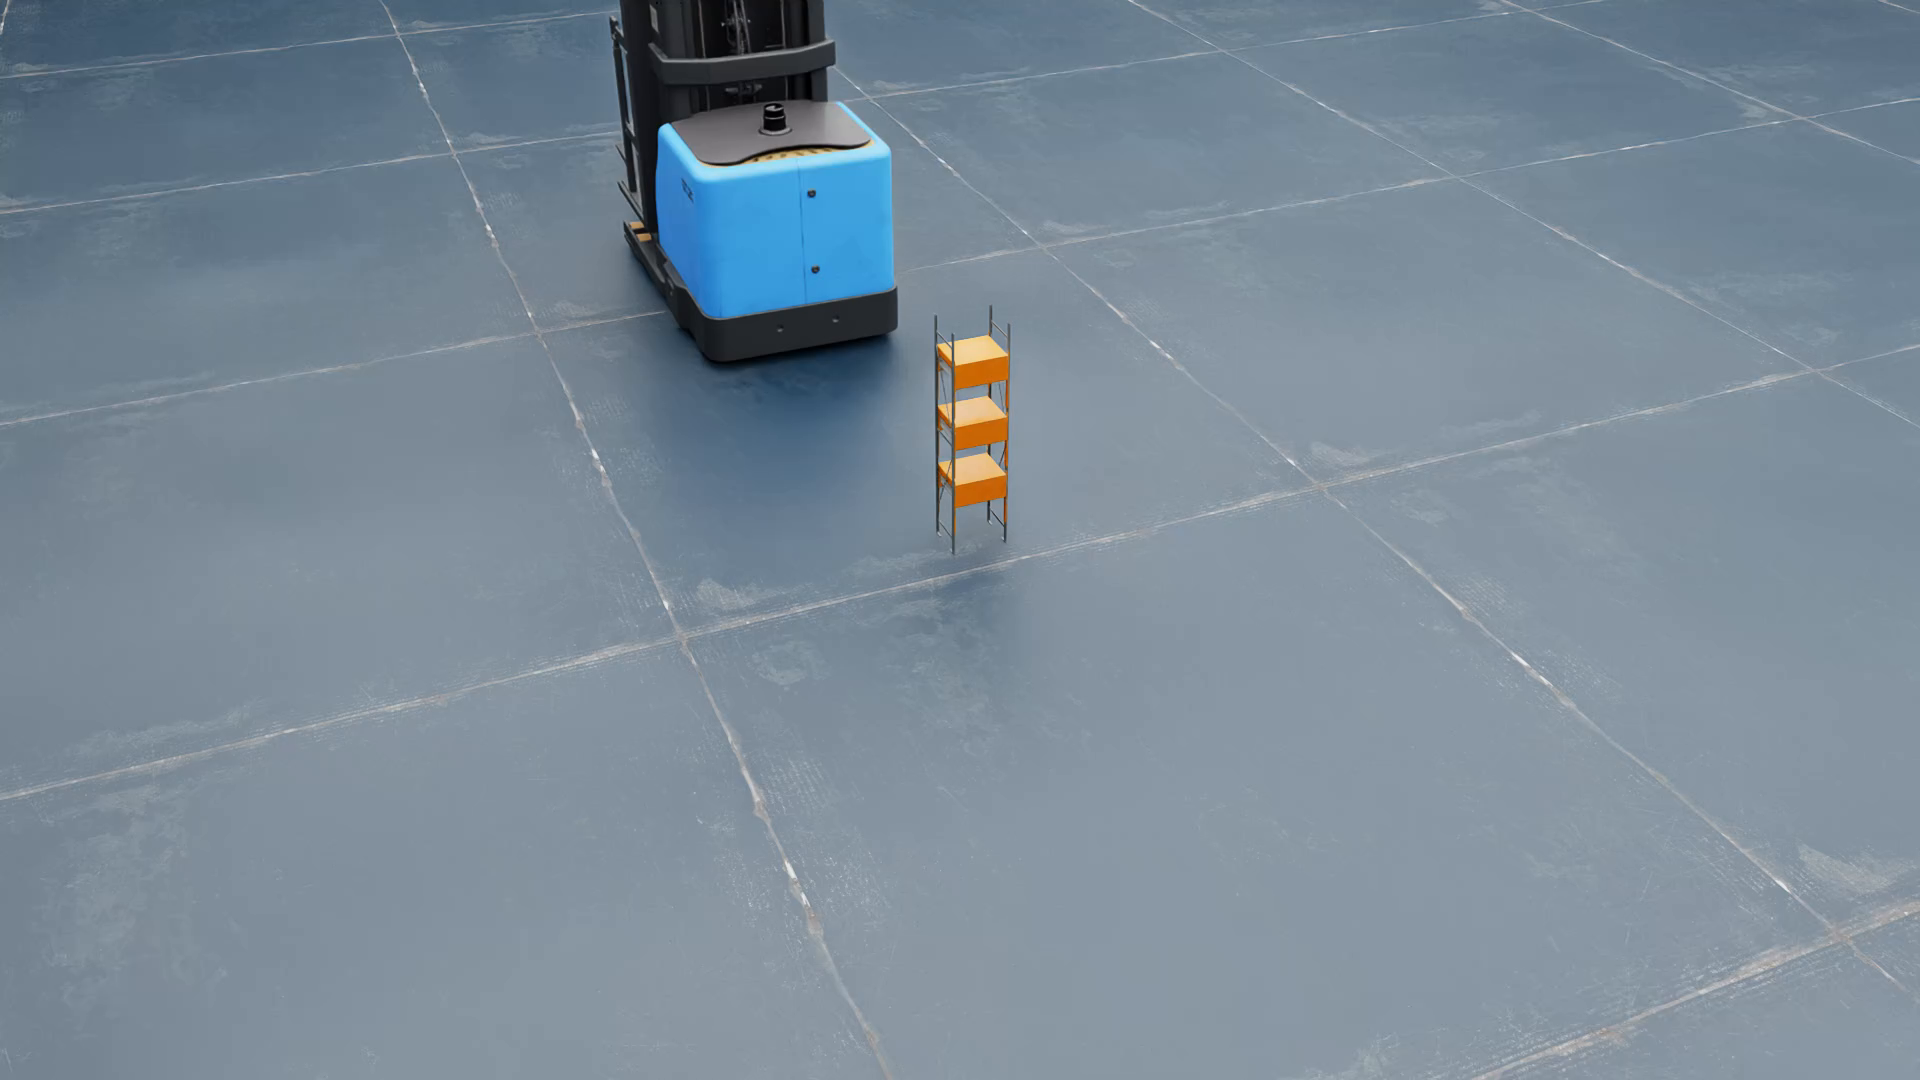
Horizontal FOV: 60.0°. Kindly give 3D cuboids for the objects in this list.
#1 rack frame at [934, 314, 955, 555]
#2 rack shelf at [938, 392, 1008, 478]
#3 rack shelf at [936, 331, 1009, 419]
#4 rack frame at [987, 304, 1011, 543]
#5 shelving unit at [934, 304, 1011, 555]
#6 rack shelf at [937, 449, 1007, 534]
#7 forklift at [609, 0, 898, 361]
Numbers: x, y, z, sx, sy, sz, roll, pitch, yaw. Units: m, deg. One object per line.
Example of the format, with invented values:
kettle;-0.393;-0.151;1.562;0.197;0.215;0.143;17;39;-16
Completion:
rack frame;-0.063;-0.426;6.941;0.008;1.050;0.200;-13;35;-19
rack shelf;0.049;-0.442;6.987;0.240;0.259;0.215;-13;35;-19
rack shelf;0.049;-0.680;6.832;0.240;0.259;0.215;-13;35;-19
rack frame;0.162;-0.477;7.021;0.008;1.050;0.200;-13;35;-19
shelving unit;0.049;-0.451;6.981;0.252;1.050;0.215;-13;35;-19
rack shelf;0.049;-0.210;7.138;0.240;0.259;0.215;-13;35;-19
forklift;-1.354;-2.938;9.077;1.130;2.935;3.031;-12;35;-18
